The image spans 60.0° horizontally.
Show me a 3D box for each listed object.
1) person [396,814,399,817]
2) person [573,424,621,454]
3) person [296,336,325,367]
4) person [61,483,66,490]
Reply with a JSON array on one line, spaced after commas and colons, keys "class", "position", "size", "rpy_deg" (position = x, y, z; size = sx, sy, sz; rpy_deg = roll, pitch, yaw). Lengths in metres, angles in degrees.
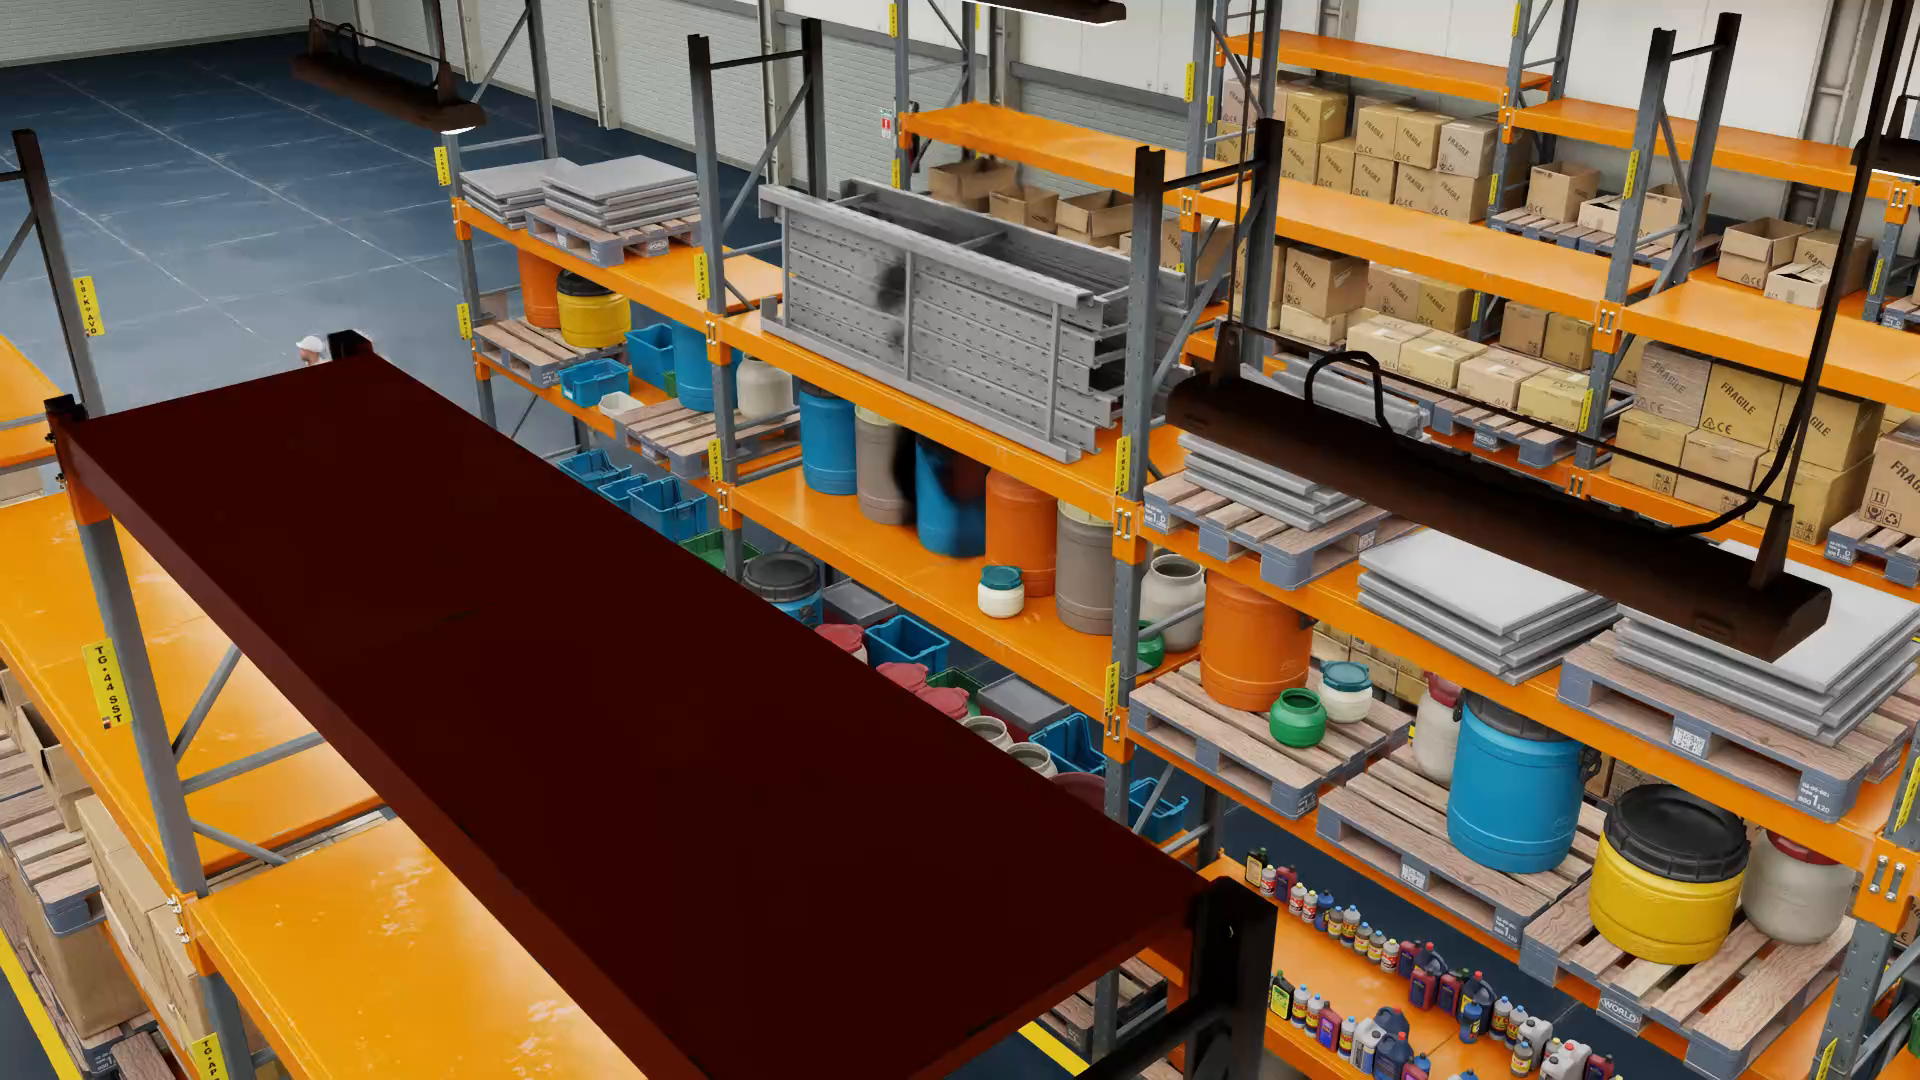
[{"class": "person", "position": [-3.982, 1.822, 12.260], "size": [0.536, 1.556, 0.526], "rpy_deg": [20, 33, 34]}, {"class": "person", "position": [-4.236, -1.775, 19.276], "size": [0.669, 1.621, 0.613], "rpy_deg": [-7, 28, -14]}, {"class": "person", "position": [-7.035, -1.404, 18.350], "size": [0.947, 1.770, 0.655], "rpy_deg": [-11, 29, -21]}, {"class": "person", "position": [-8.566, -0.384, 16.400], "size": [0.591, 1.748, 0.654], "rpy_deg": [-2, 27, -5]}]
